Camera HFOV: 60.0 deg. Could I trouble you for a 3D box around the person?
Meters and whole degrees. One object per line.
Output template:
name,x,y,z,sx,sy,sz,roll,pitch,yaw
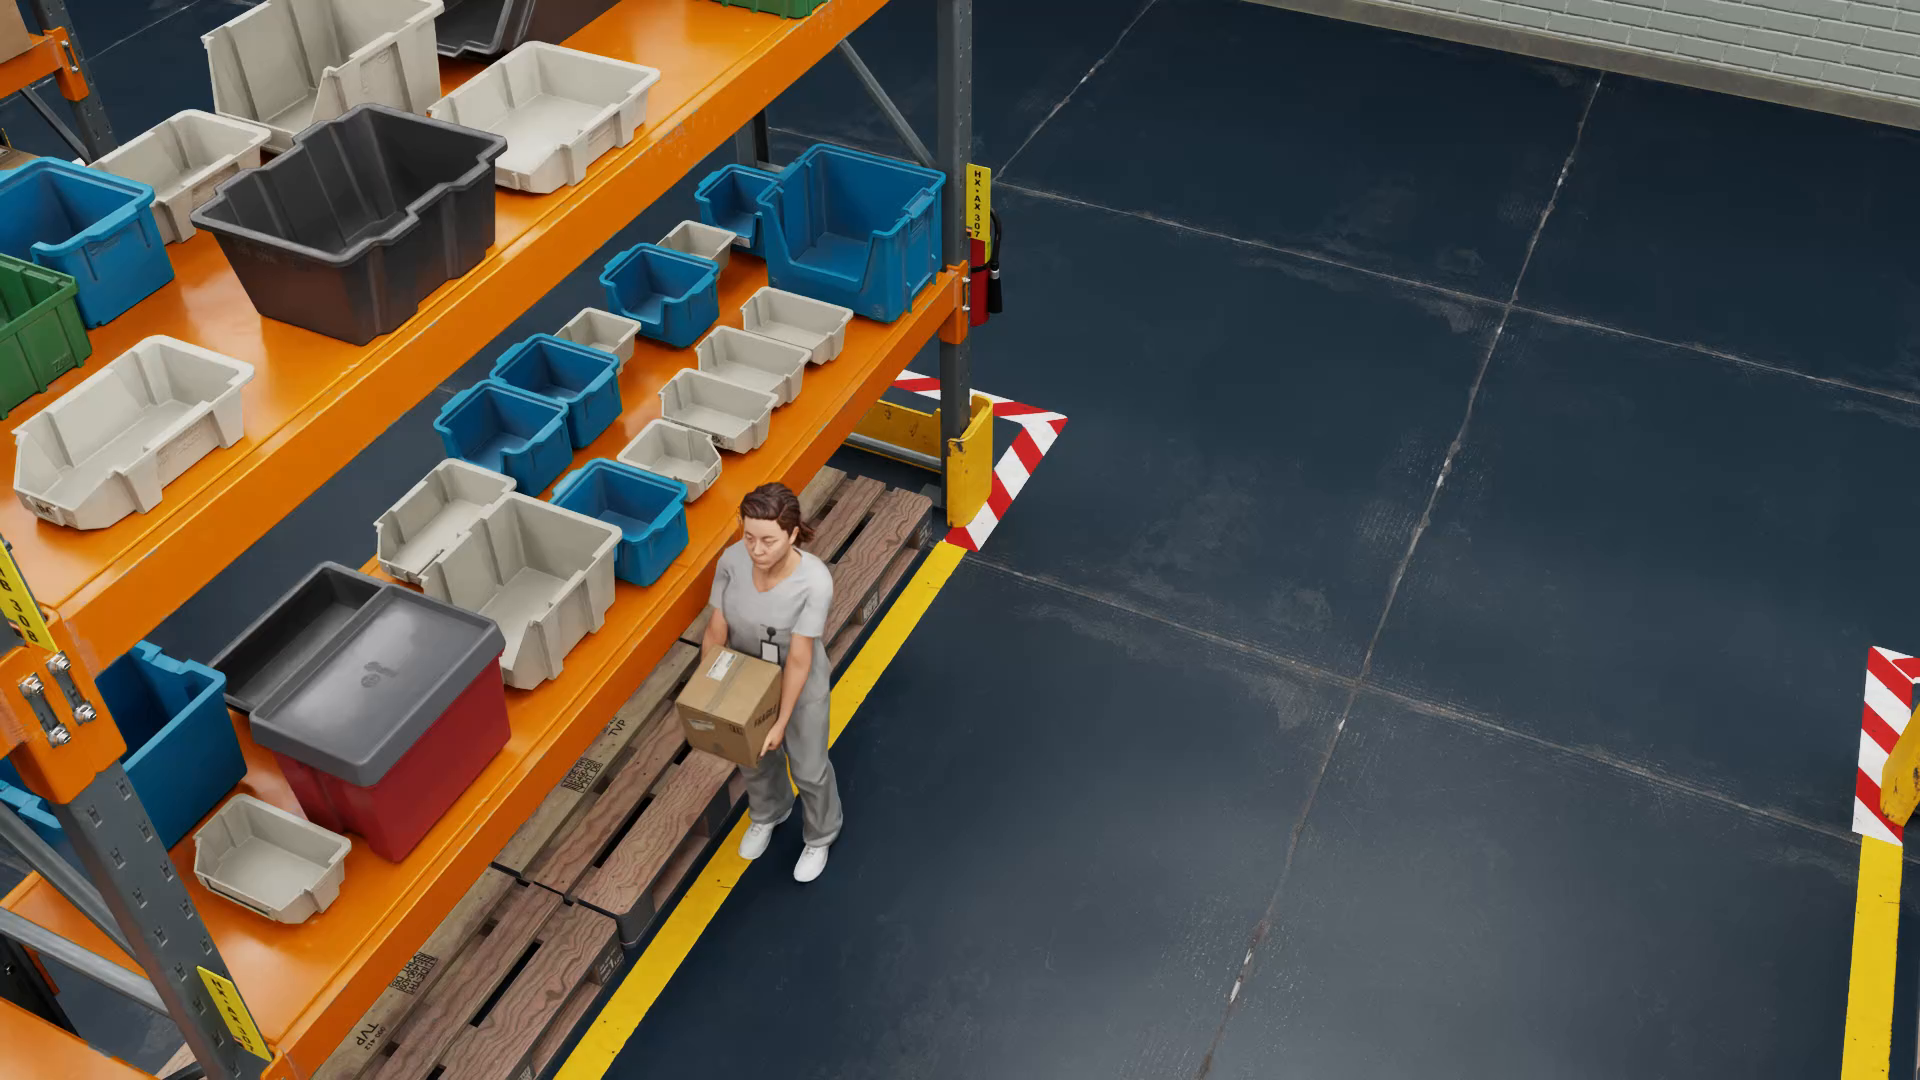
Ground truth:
person,-0.638,0.537,5.576,0.409,1.668,0.536,17,45,18
